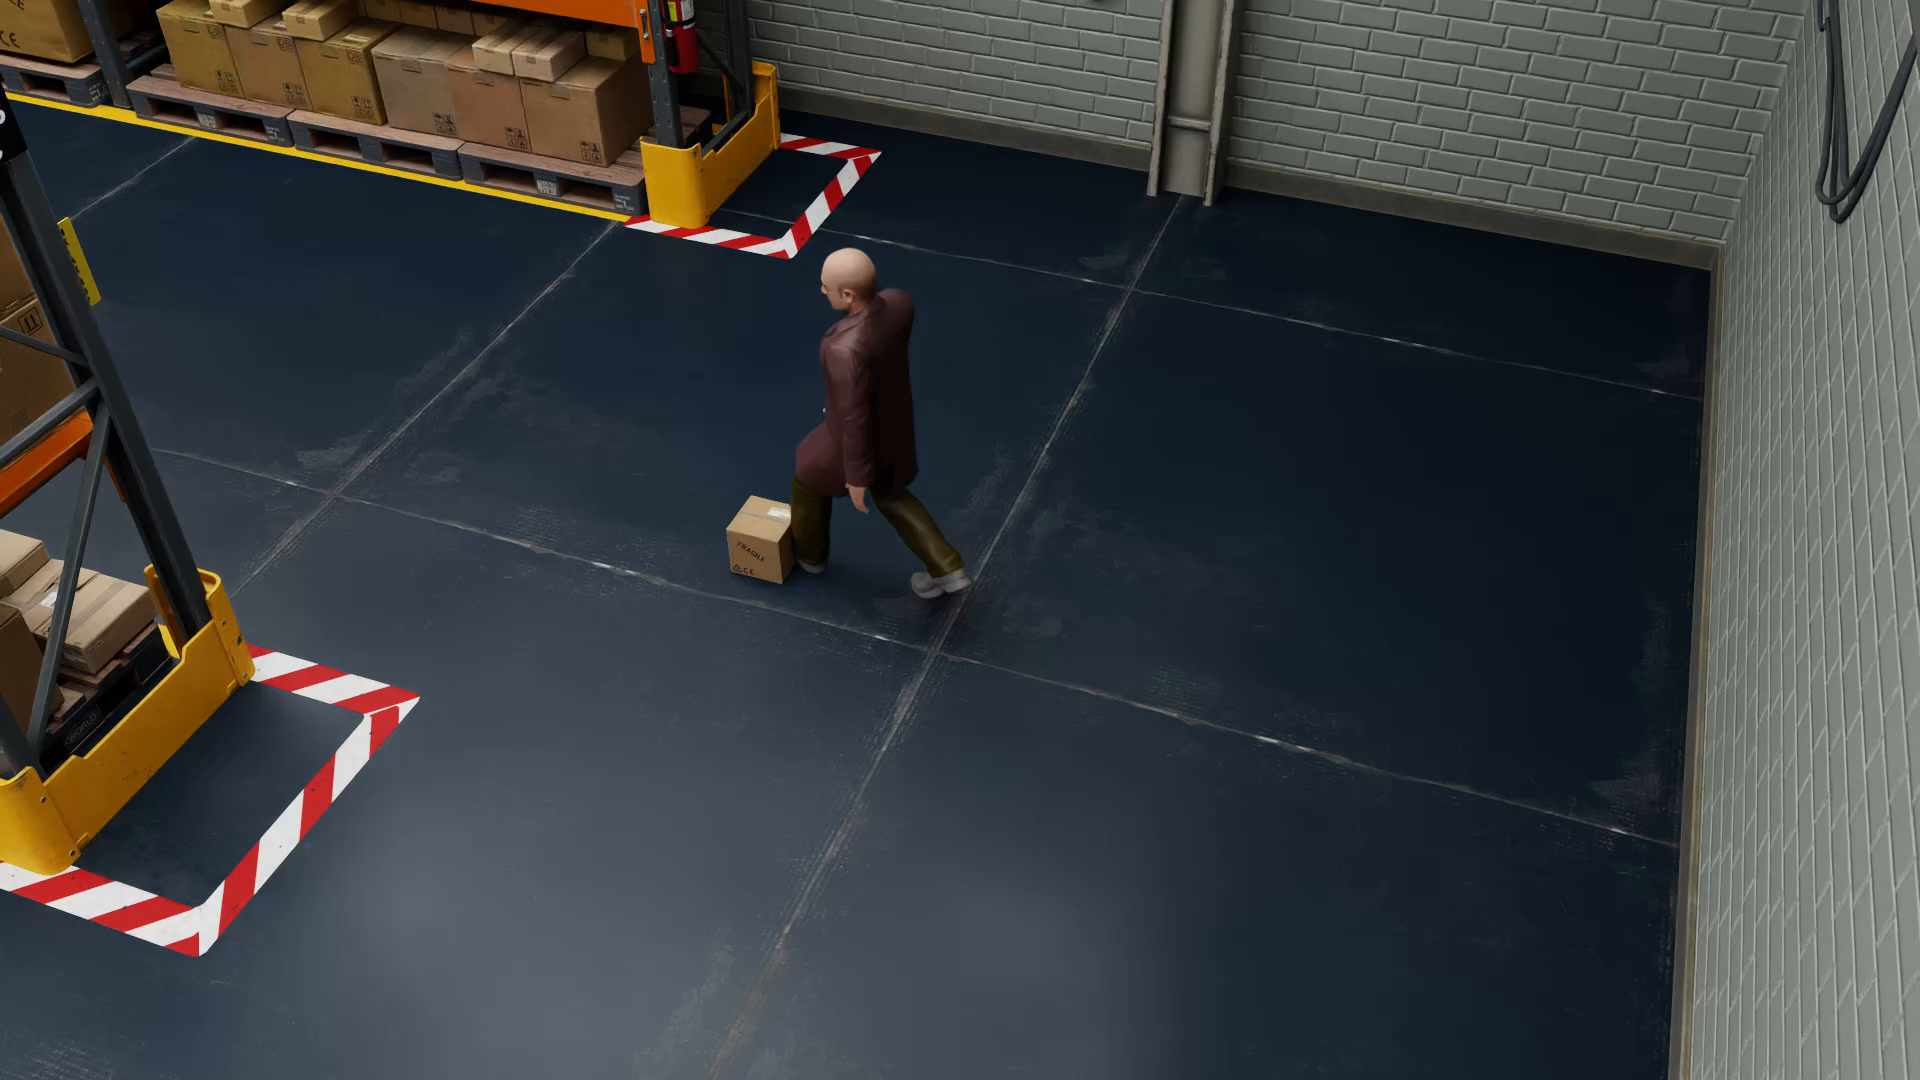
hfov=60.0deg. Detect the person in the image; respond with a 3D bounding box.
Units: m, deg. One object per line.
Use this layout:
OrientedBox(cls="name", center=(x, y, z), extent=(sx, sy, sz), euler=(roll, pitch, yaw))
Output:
OrientedBox(cls="person", center=(-0.422, -0.456, 6.746), extent=(1.104, 1.704, 0.557), euler=(26, 47, 27))
